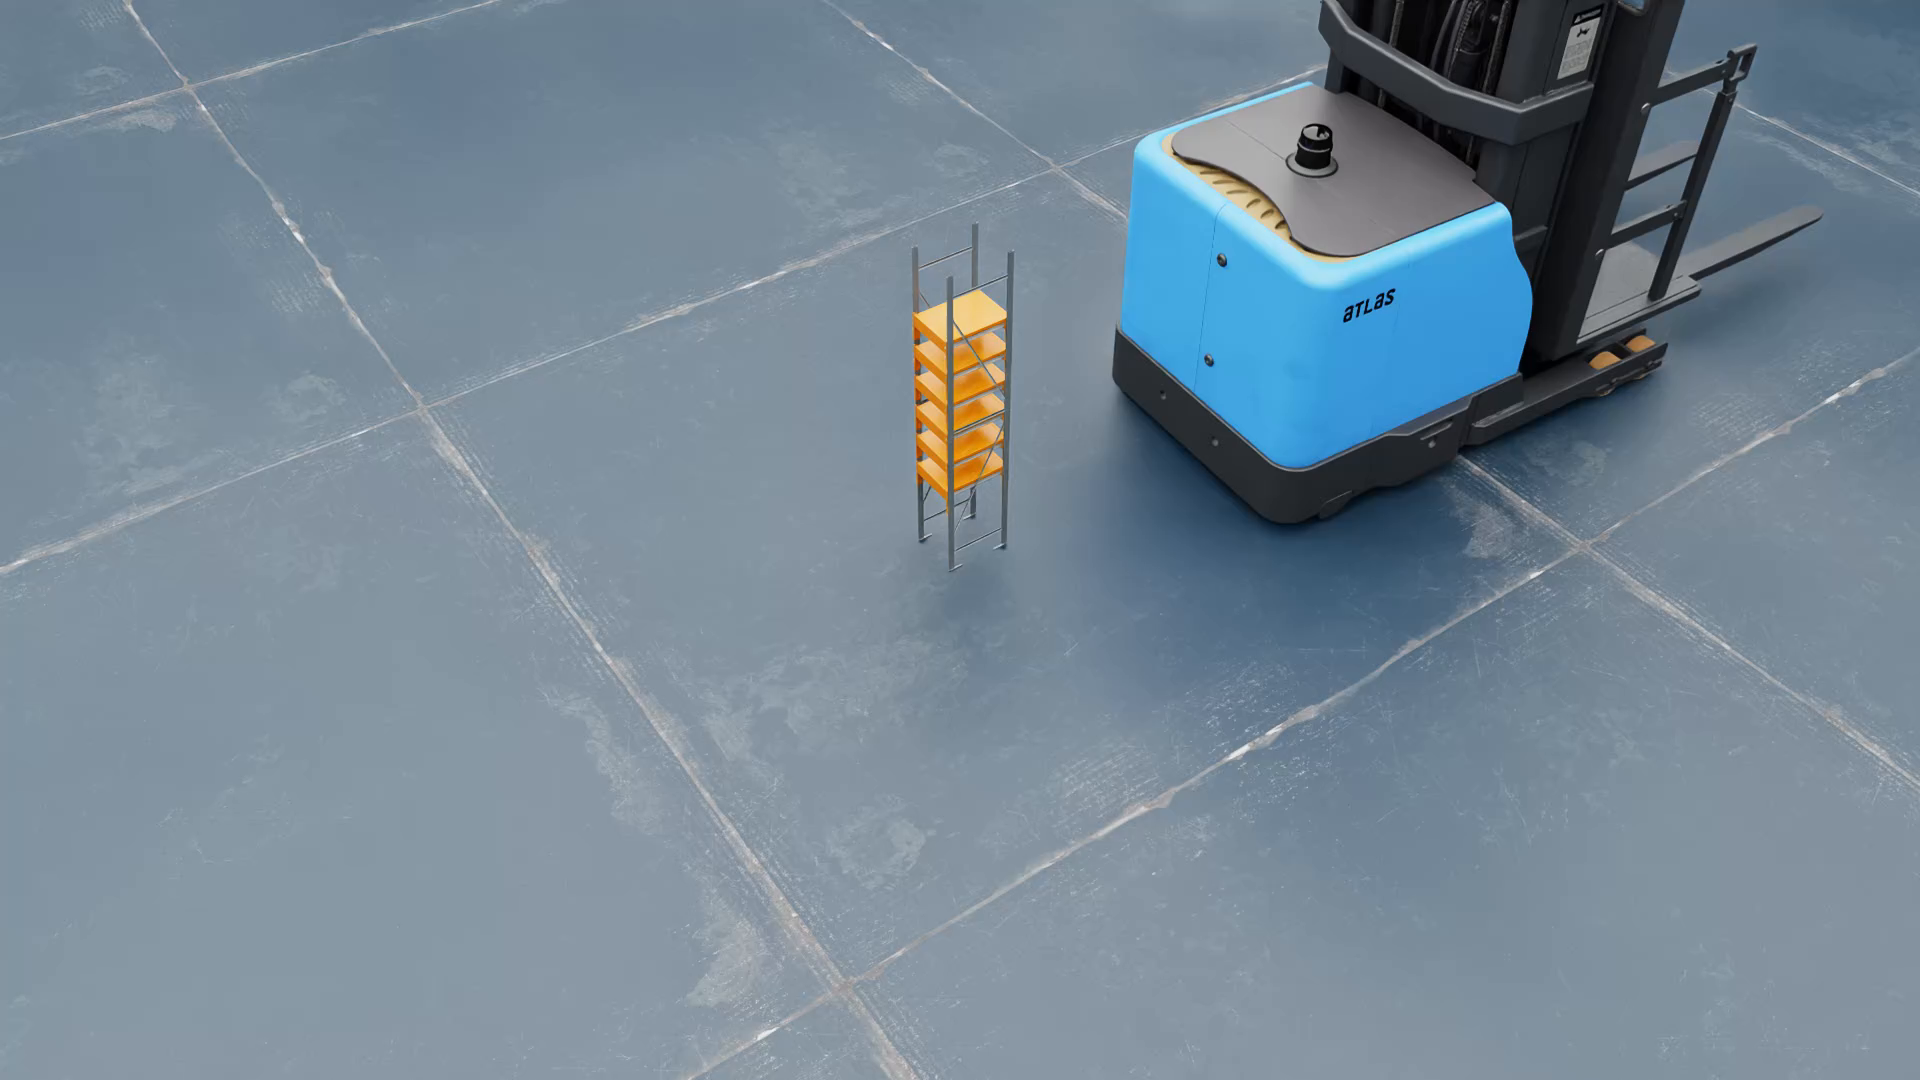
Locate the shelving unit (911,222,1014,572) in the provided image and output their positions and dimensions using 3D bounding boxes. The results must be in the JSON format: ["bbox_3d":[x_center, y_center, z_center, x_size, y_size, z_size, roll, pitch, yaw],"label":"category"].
[{"bbox_3d":[0.008,-0.426,5.327,0.258,1.200,0.189,-26,49,-24],"label":"shelving unit"}]

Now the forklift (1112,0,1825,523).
[{"bbox_3d":[2.099,-1.895,5.612,3.031,2.935,1.130,-23,48,-22],"label":"forklift"}]

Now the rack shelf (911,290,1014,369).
[{"bbox_3d":[0.008,-0.654,5.109,0.258,0.103,0.180,-26,49,-24],"label":"rack shelf"}]

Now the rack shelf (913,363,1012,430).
[{"bbox_3d":[0.008,-0.480,5.275,0.258,0.103,0.180,-26,49,-24],"label":"rack shelf"}]

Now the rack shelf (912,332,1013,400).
[{"bbox_3d":[0.008,-0.567,5.192,0.258,0.103,0.180,-26,49,-24],"label":"rack shelf"}]

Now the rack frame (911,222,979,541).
[{"bbox_3d":[-0.044,-0.478,5.381,0.240,1.200,0.006,-26,49,-24],"label":"rack frame"}]

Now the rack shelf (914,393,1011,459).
[{"bbox_3d":[0.008,-0.394,5.358,0.258,0.103,0.180,-26,49,-24],"label":"rack shelf"}]

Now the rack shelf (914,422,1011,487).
[{"bbox_3d":[0.008,-0.307,5.441,0.258,0.103,0.180,-26,49,-24],"label":"rack shelf"}]

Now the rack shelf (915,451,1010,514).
[{"bbox_3d":[0.008,-0.220,5.524,0.258,0.103,0.180,-26,49,-24],"label":"rack shelf"}]

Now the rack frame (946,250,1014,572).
[{"bbox_3d":[0.061,-0.374,5.273,0.240,1.200,0.006,-26,49,-24],"label":"rack frame"}]
